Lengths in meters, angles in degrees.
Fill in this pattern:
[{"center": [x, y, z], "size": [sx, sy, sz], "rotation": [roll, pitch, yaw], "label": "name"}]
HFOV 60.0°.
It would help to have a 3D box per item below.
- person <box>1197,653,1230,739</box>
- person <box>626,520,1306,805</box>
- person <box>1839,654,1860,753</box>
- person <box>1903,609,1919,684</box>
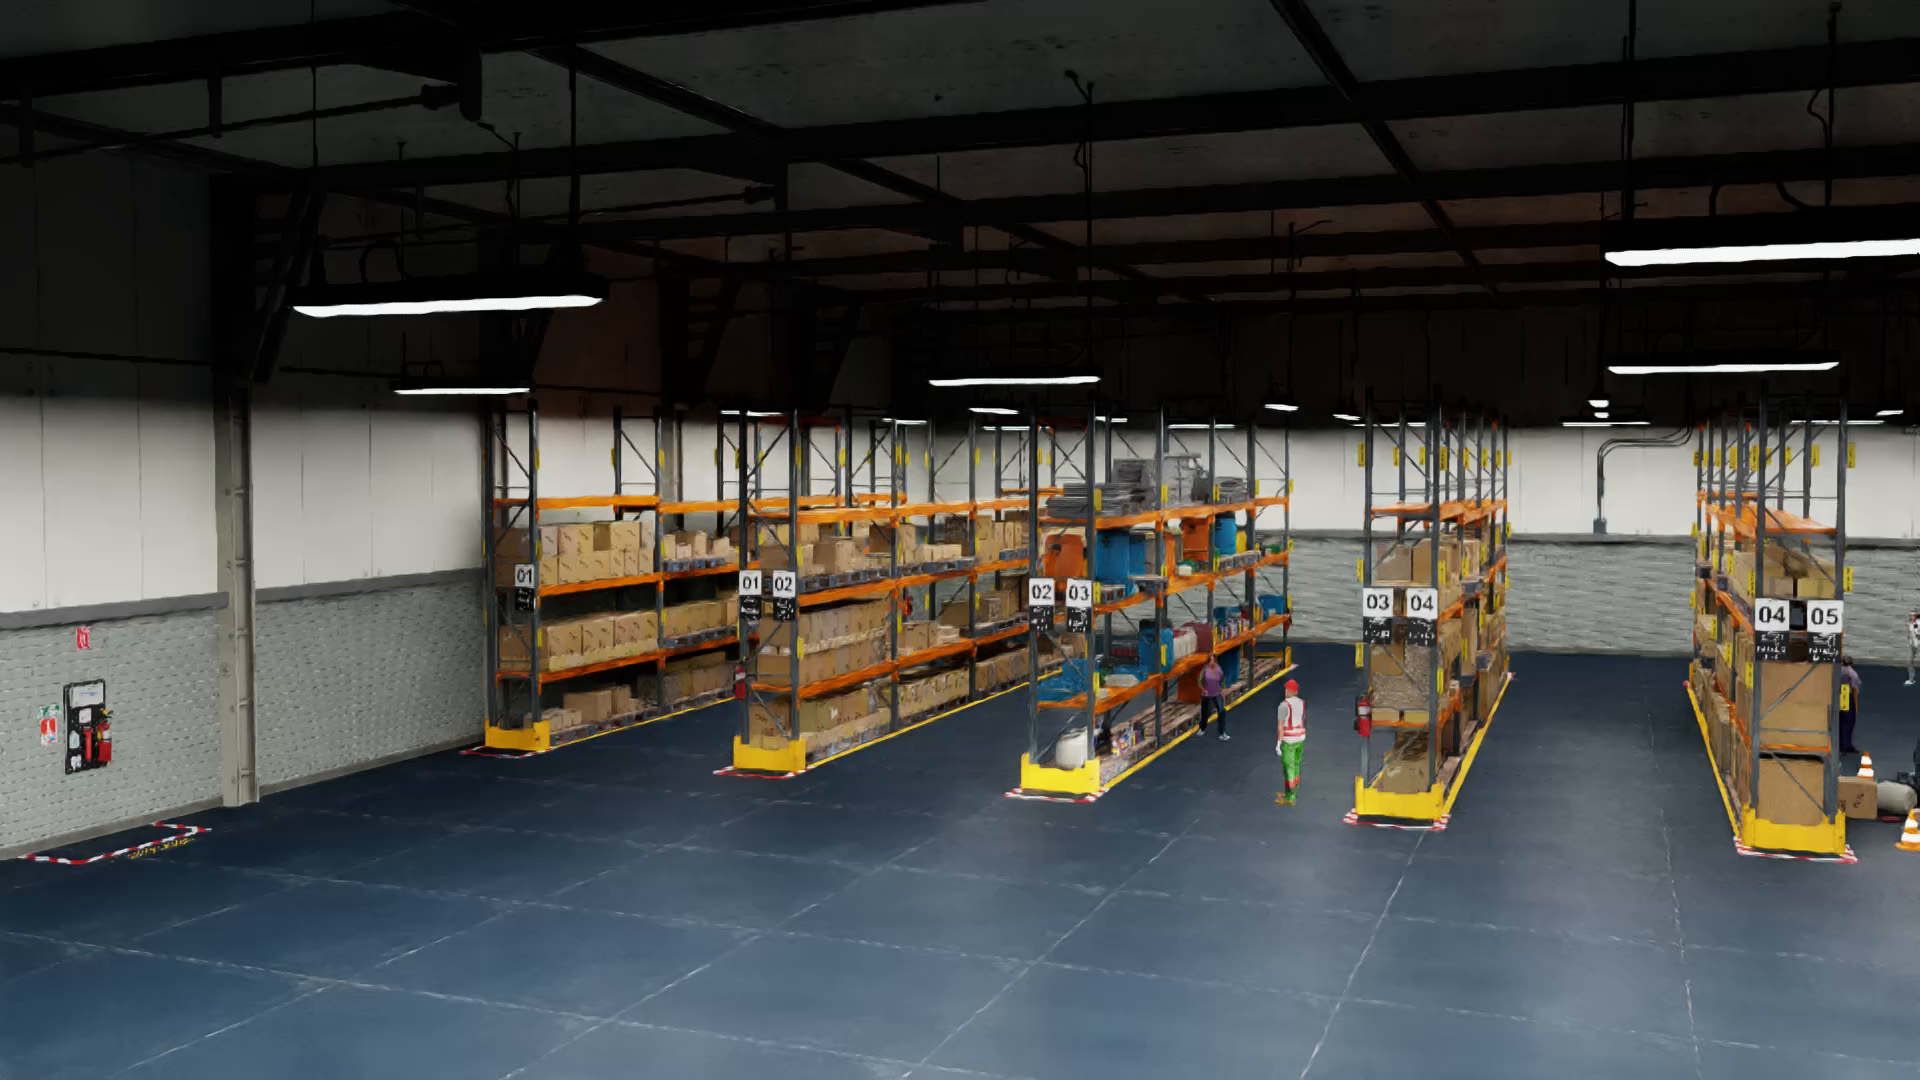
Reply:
[{"center": [4.507, 2.761, 29.703], "size": [0.569, 1.530, 0.774], "rotation": [0, 3, 3], "label": "person"}, {"center": [-0.759, 1.712, 27.963], "size": [4.541, 3.787, 13.394], "rotation": [-2, 4, -38], "label": "person"}, {"center": [15.147, 2.769, 28.368], "size": [0.429, 1.653, 0.529], "rotation": [0, 3, -10], "label": "person"}, {"center": [21.218, 2.362, 36.820], "size": [0.566, 1.662, 0.486], "rotation": [-1, 3, -21], "label": "person"}]
